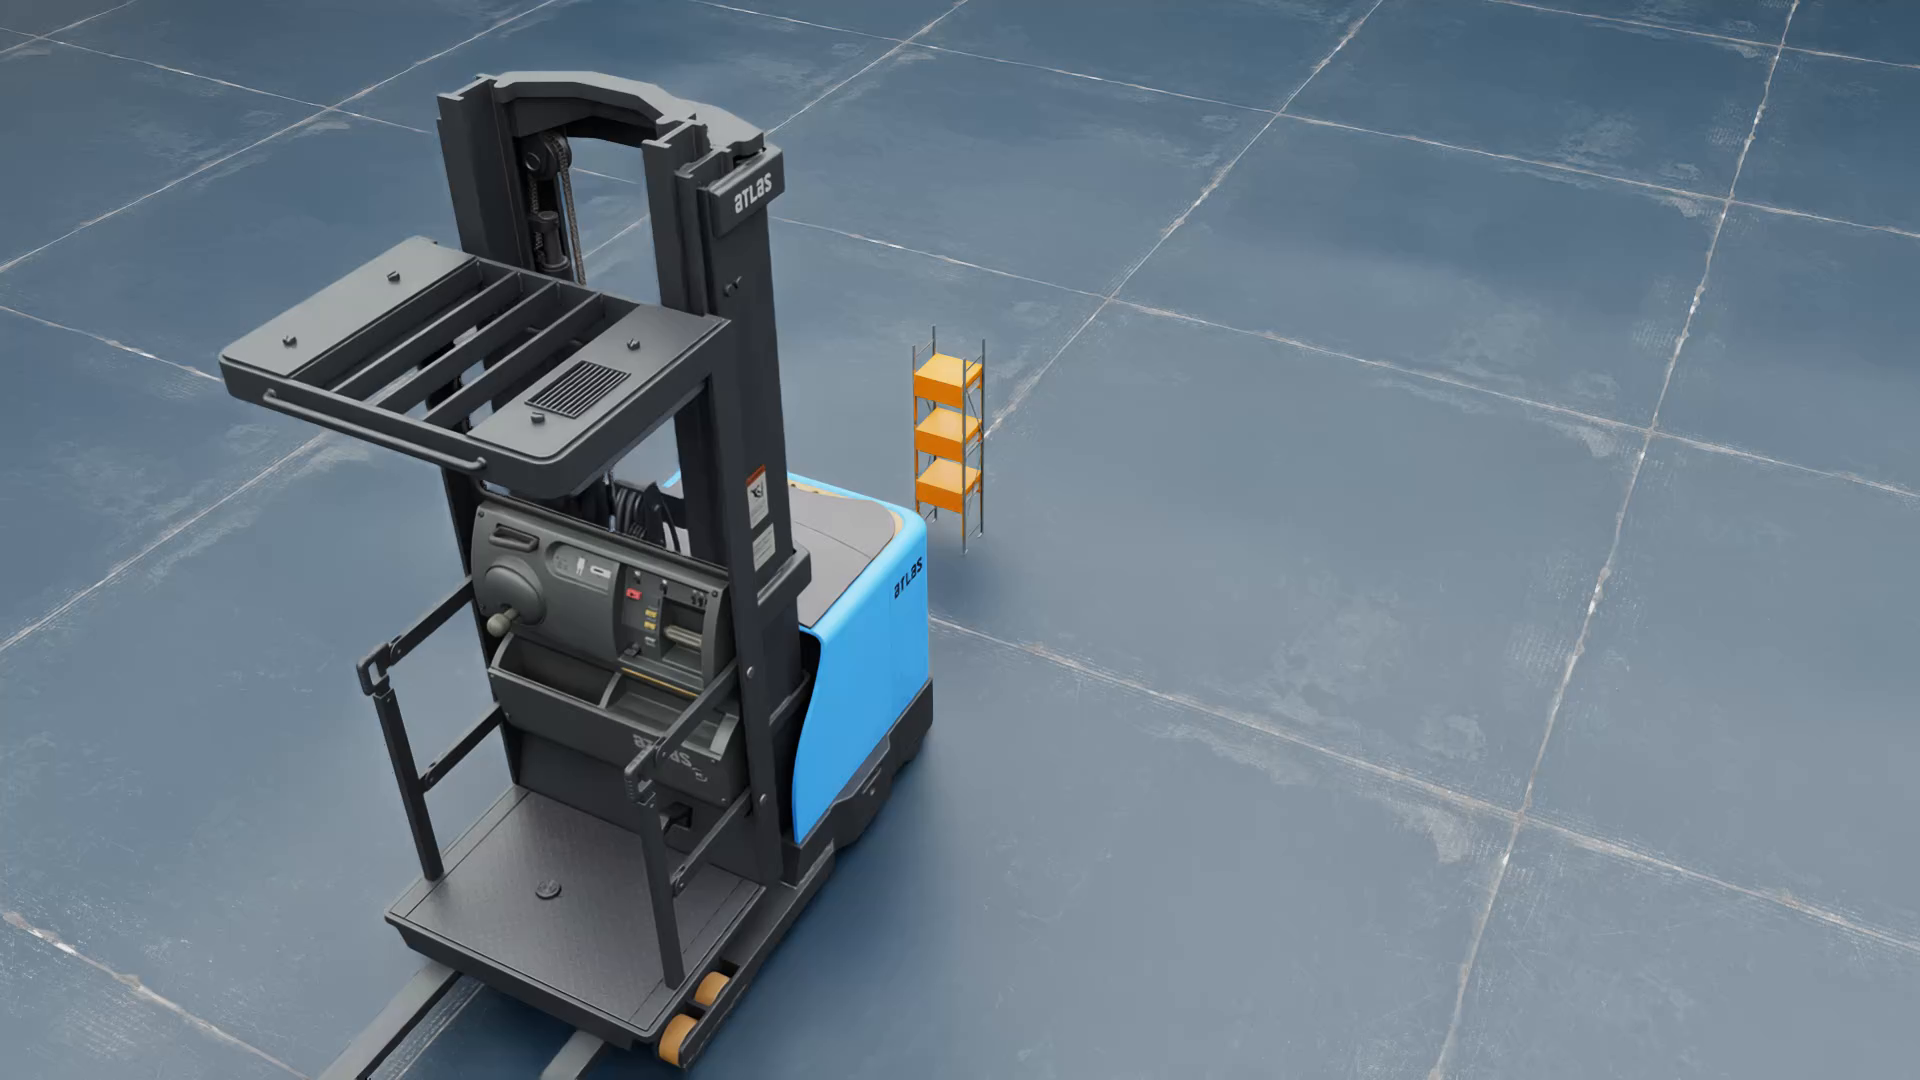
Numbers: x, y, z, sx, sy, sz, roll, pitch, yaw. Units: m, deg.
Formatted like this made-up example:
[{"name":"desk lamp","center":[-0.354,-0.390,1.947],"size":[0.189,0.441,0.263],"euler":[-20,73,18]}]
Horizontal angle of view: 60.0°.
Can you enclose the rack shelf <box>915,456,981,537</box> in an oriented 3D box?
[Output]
[{"name":"rack shelf","center":[-0.048,-0.203,7.627],"size":[0.240,0.259,0.215],"euler":[17,41,21]}]

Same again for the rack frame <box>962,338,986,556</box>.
[{"name":"rack frame","center":[0.061,-0.399,7.407],"size":[0.008,1.050,0.200],"euler":[17,41,21]}]

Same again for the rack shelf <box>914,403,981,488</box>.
[{"name":"rack shelf","center":[-0.048,-0.425,7.459],"size":[0.240,0.259,0.215],"euler":[17,41,21]}]

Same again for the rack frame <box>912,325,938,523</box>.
[{"name":"rack frame","center":[-0.156,-0.467,7.497],"size":[0.008,1.050,0.200],"euler":[17,41,21]}]

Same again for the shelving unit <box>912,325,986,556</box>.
[{"name":"shelving unit","center":[-0.048,-0.433,7.452],"size":[0.252,1.050,0.215],"euler":[17,41,21]}]

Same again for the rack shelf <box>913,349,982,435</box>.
[{"name":"rack shelf","center":[-0.048,-0.651,7.287],"size":[0.240,0.259,0.215],"euler":[17,41,21]}]

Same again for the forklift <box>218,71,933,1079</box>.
[{"name":"forklift","center":[-1.227,0.251,4.995],"size":[1.130,2.935,3.031],"euler":[17,40,21]}]
